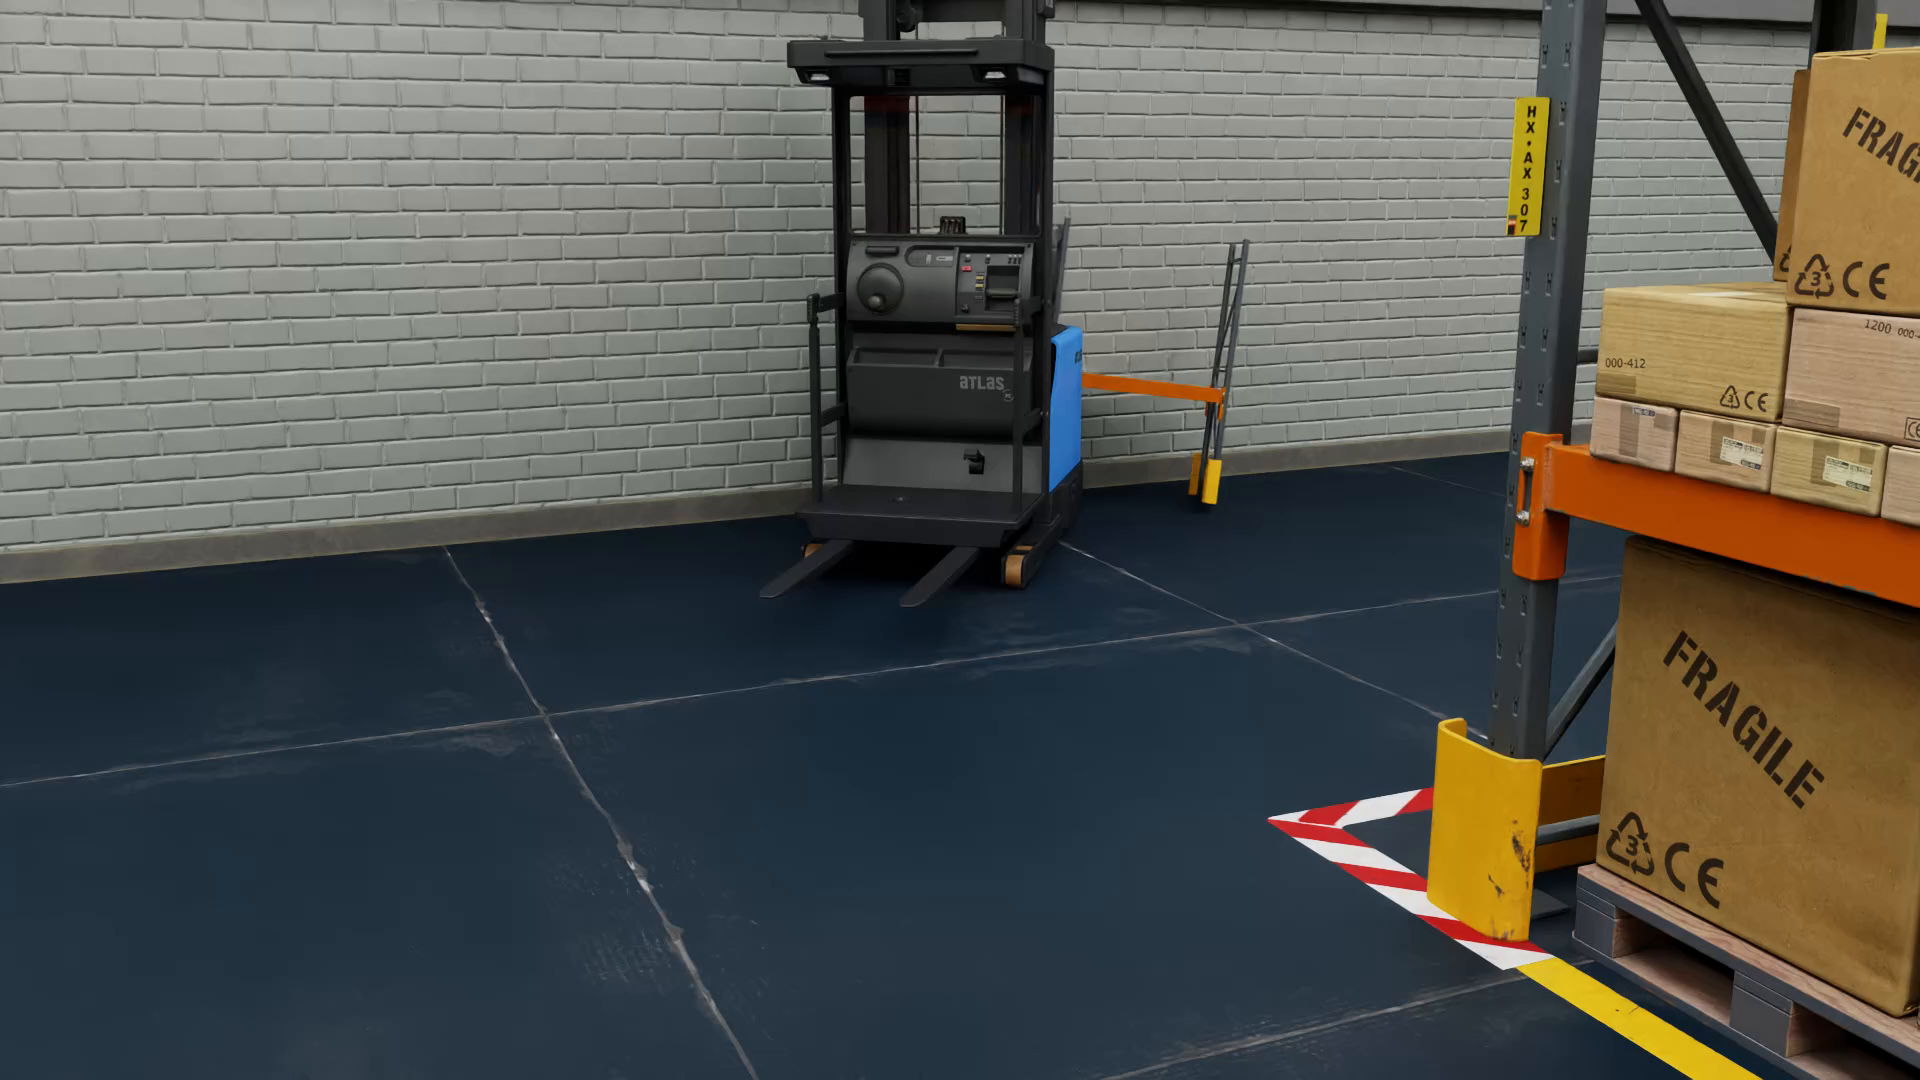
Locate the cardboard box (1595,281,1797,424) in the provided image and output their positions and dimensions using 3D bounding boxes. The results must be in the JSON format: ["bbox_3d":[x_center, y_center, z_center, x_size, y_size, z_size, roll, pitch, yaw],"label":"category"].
[{"bbox_3d":[1.828,-0.439,3.786,0.500,0.250,0.500,-6,14,-24],"label":"cardboard box"}]

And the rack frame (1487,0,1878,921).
[{"bbox_3d":[1.883,-0.490,4.336,1.000,3.000,0.127,-6,14,-23],"label":"rack frame"}]

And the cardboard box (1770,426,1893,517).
[{"bbox_3d":[1.930,-0.159,3.462,0.380,0.149,0.250,-6,14,-24],"label":"cardboard box"}]

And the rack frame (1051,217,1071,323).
[{"bbox_3d":[0.518,-1.096,9.662,0.032,1.500,0.500,7,6,-1],"label":"rack frame"}]

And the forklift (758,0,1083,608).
[{"bbox_3d":[-0.149,-1.291,7.947,1.130,2.935,3.031,3,13,13],"label":"forklift"}]

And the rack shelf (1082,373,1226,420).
[{"bbox_3d":[1.001,-0.860,9.693,1.000,0.185,0.538,7,6,-1],"label":"rack shelf"}]

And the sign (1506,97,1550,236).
[{"bbox_3d":[1.372,-0.902,4.018,0.100,0.325,0.005,-6,14,-23],"label":"sign"}]

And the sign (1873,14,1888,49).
[{"bbox_3d":[2.386,-1.216,4.378,0.100,0.325,0.005,-6,14,-23],"label":"sign"}]

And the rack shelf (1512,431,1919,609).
[{"bbox_3d":[2.684,0.273,2.632,1.077,0.370,4.000,-6,14,-23],"label":"rack shelf"}]

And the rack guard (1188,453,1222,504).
[{"bbox_3d":[1.435,-0.365,9.752,0.087,0.250,0.587,7,6,-1],"label":"rack guard"}]

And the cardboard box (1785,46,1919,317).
[{"bbox_3d":[2.028,-0.701,3.255,0.500,0.500,0.500,-6,14,-24],"label":"cardboard box"}]

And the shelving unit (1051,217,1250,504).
[{"bbox_3d":[1.013,-1.039,9.672,1.083,1.500,0.587,7,6,-1],"label":"shelving unit"}]

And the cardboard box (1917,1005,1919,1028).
[{"bbox_3d":[2.577,0.653,3.176,0.875,0.875,0.875,-6,14,-23],"label":"cardboard box"}]

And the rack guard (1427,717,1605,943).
[{"bbox_3d":[1.873,0.722,4.639,1.175,0.500,0.348,-6,14,-23],"label":"rack guard"}]

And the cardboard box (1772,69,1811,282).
[{"bbox_3d":[2.319,-0.851,3.903,0.500,0.500,0.500,-5,14,-22],"label":"cardboard box"}]

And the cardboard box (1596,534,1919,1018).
[{"bbox_3d":[2.213,0.465,3.988,0.875,0.875,0.875,-6,14,-23],"label":"cardboard box"}]

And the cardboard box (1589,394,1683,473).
[{"bbox_3d":[1.723,-0.265,3.919,0.380,0.149,0.250,-5,14,-22],"label":"cardboard box"}]

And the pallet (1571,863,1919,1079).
[{"bbox_3d":[2.275,1.026,3.967,1.003,0.211,1.213,-6,14,-23],"label":"pallet"}]

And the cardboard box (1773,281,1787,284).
[{"bbox_3d":[2.320,-0.486,3.990,0.500,0.250,0.500,-6,14,-24],"label":"cardboard box"}]

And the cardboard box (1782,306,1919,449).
[{"bbox_3d":[2.042,-0.332,3.324,0.500,0.250,0.500,-6,14,-24],"label":"cardboard box"}]

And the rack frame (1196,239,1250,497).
[{"bbox_3d":[1.527,-0.980,9.683,0.032,1.500,0.500,7,6,-1],"label":"rack frame"}]

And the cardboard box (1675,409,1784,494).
[{"bbox_3d":[1.827,-0.212,3.690,0.380,0.149,0.250,-6,14,-24],"label":"cardboard box"}]

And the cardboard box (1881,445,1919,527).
[{"bbox_3d":[2.035,-0.105,3.230,0.380,0.149,0.250,-6,14,-24],"label":"cardboard box"}]
